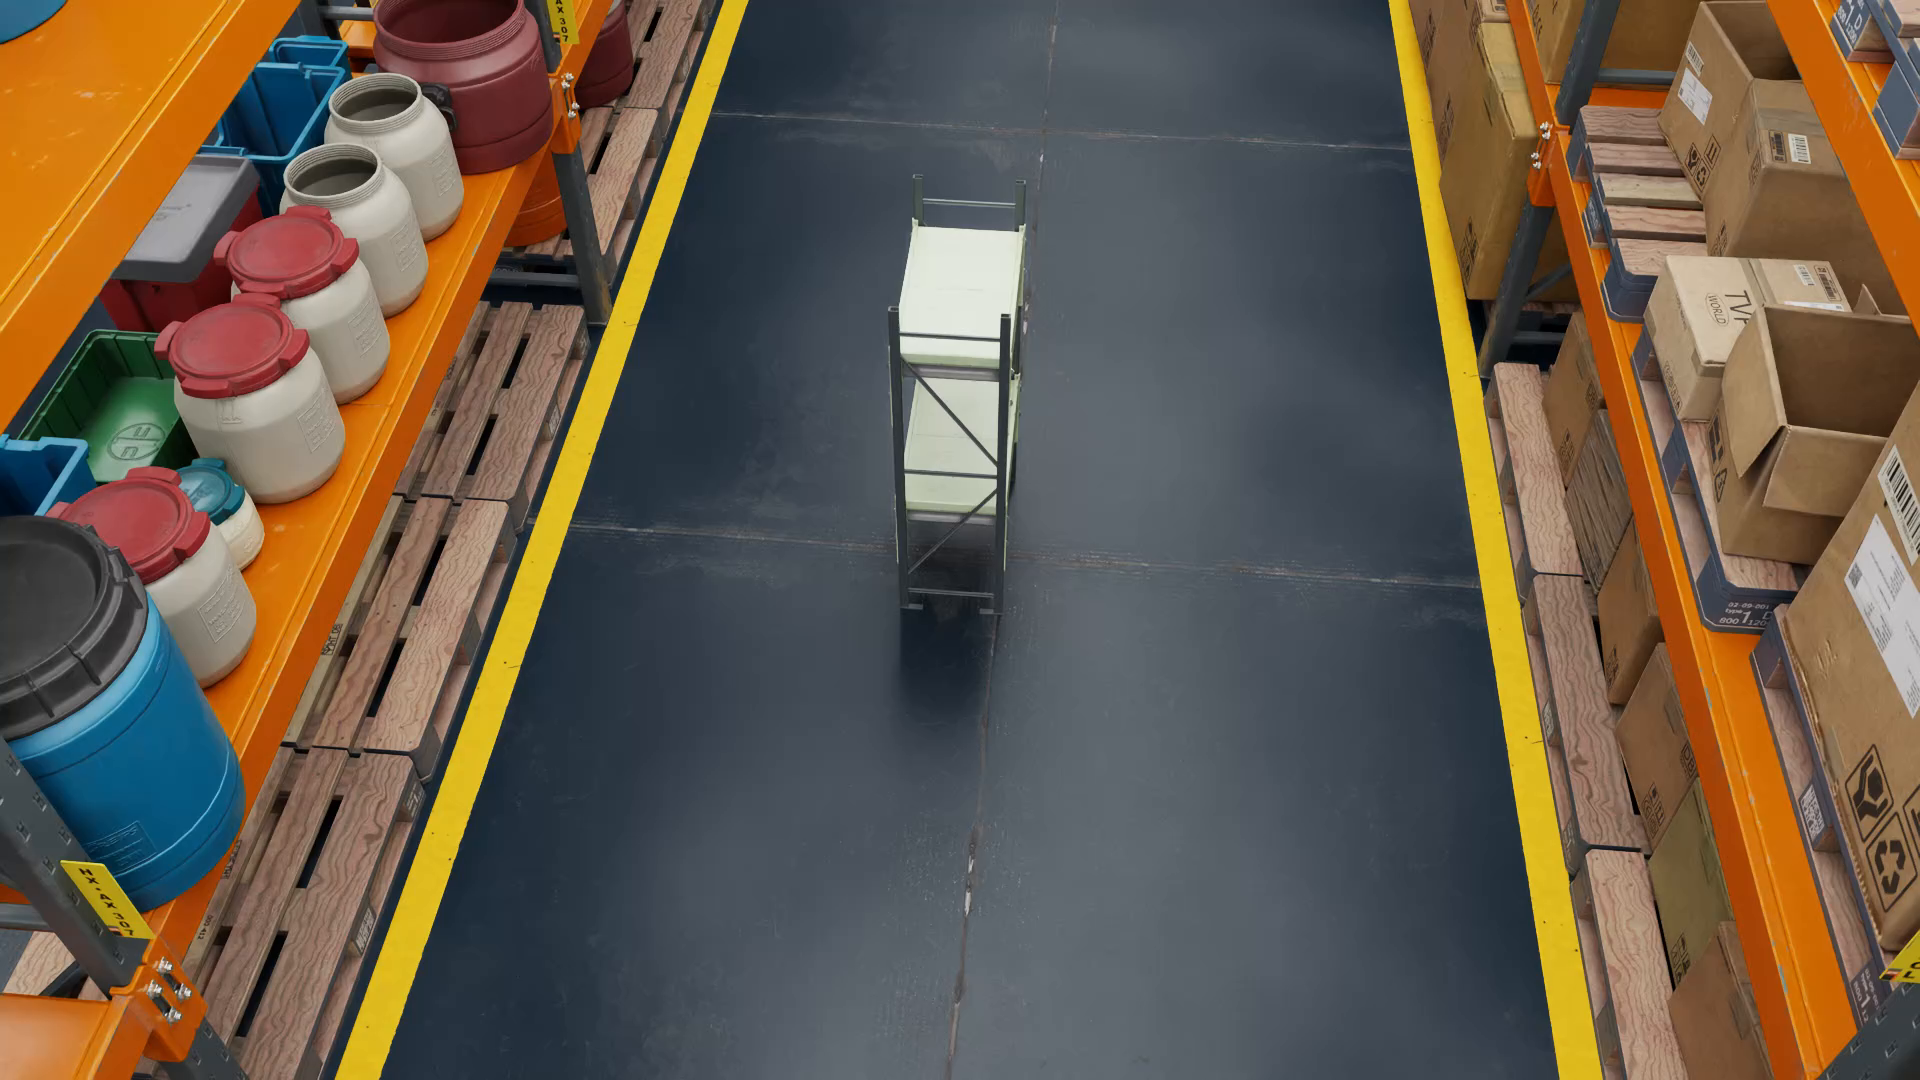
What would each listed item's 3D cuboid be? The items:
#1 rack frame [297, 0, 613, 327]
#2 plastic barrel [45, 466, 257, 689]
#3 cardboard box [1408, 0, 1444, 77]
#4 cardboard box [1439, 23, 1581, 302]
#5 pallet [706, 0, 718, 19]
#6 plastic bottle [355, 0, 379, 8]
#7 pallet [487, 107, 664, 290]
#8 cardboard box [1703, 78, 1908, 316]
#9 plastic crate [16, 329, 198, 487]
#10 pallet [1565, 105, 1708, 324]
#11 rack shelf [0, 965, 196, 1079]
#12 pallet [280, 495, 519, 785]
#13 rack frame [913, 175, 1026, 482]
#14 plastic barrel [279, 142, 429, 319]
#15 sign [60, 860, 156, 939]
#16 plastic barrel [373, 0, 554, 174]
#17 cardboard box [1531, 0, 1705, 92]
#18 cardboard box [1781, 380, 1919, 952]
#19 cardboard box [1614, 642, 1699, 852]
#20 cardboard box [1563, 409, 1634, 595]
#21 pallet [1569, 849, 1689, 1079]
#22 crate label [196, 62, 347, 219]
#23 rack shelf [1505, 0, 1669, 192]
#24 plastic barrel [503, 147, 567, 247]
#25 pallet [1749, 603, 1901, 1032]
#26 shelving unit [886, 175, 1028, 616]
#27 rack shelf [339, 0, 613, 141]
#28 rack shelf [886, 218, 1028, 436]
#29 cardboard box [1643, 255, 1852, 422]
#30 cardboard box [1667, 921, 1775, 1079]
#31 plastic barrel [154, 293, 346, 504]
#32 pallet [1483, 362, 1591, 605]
[{"bbox_3d":[-2.116,-2.070,6.611,1.000,3.000,0.127,4,48,4],"label":"rack frame"},{"bbox_3d":[-2.175,0.135,4.502,0.433,0.535,0.433,0,48,0],"label":"plastic barrel"},{"bbox_3d":[3.062,-2.973,8.592,1.225,0.875,0.875,2,48,2],"label":"cardboard box"},{"bbox_3d":[2.900,-1.668,7.398,1.225,0.875,0.875,2,48,2],"label":"cardboard box"},{"bbox_3d":[-1.863,-3.505,9.812,1.003,0.211,1.213,4,48,4],"label":"pallet"},{"bbox_3d":[-2.504,-2.357,6.952,0.061,0.283,0.133,4,48,4],"label":"plastic bottle"},{"bbox_3d":[-2.086,-1.712,8.172,1.003,0.211,1.213,4,48,4],"label":"pallet"},{"bbox_3d":[2.856,-1.096,5.368,0.700,0.500,0.500,10,48,9],"label":"cardboard box"},{"bbox_3d":[-2.603,-0.358,5.189,0.450,0.188,0.662,4,48,4],"label":"plastic crate"},{"bbox_3d":[2.858,-1.142,5.892,1.213,0.211,1.003,4,48,4],"label":"pallet"},{"bbox_3d":[-2.663,2.581,2.844,1.077,0.370,4.000,4,48,4],"label":"rack shelf"},{"bbox_3d":[-2.339,0.331,6.304,1.003,0.211,1.213,4,48,4],"label":"pallet"},{"bbox_3d":[0.033,-0.770,6.438,0.400,1.500,0.023,4,48,4],"label":"rack frame"},{"bbox_3d":[-2.035,-1.028,5.582,0.421,0.512,0.421,0,48,0],"label":"plastic barrel"},{"bbox_3d":[-1.934,0.821,3.779,0.100,0.325,0.005,4,48,4],"label":"sign"},{"bbox_3d":[-1.857,-1.755,6.230,0.600,0.536,0.708,4,48,4],"label":"plastic barrel"},{"bbox_3d":[2.615,-2.150,6.616,0.500,0.500,0.500,5,48,5],"label":"cardboard box"},{"bbox_3d":[2.664,0.283,3.767,1.000,1.000,1.000,4,48,4],"label":"cardboard box"},{"bbox_3d":[2.642,0.687,5.485,0.700,0.500,0.500,0,48,0],"label":"cardboard box"},{"bbox_3d":[2.737,-0.140,6.241,0.700,0.500,0.500,0,48,0],"label":"cardboard box"},{"bbox_3d":[2.521,1.571,5.170,1.003,0.211,1.213,4,48,4],"label":"pallet"},{"bbox_3d":[-2.476,-1.371,5.947,0.502,0.435,0.616,4,48,4],"label":"crate label"},{"bbox_3d":[2.999,-2.964,7.916,1.077,0.370,4.000,4,48,4],"label":"rack shelf"},{"bbox_3d":[-2.088,-1.840,7.587,0.600,0.830,0.708,4,48,4],"label":"plastic barrel"},{"bbox_3d":[2.666,0.715,4.193,1.003,0.211,1.213,4,48,4],"label":"pallet"},{"bbox_3d":[-0.001,-0.501,6.192,0.431,1.500,0.755,4,48,4],"label":"shelving unit"},{"bbox_3d":[-1.934,-3.297,8.221,1.077,0.370,4.000,4,48,4],"label":"rack shelf"},{"bbox_3d":[-0.001,-0.765,5.904,0.431,0.370,0.720,4,48,4],"label":"rack shelf"},{"bbox_3d":[2.435,-0.612,5.094,0.500,0.250,0.500,3,48,2],"label":"cardboard box"},{"bbox_3d":[2.529,1.447,4.789,0.700,0.500,0.500,1,48,1],"label":"cardboard box"},{"bbox_3d":[-2.108,-0.404,4.995,0.433,0.535,0.433,0,48,0],"label":"plastic barrel"},{"bbox_3d":[2.744,-0.222,6.810,1.003,0.211,1.213,4,48,4],"label":"pallet"}]
